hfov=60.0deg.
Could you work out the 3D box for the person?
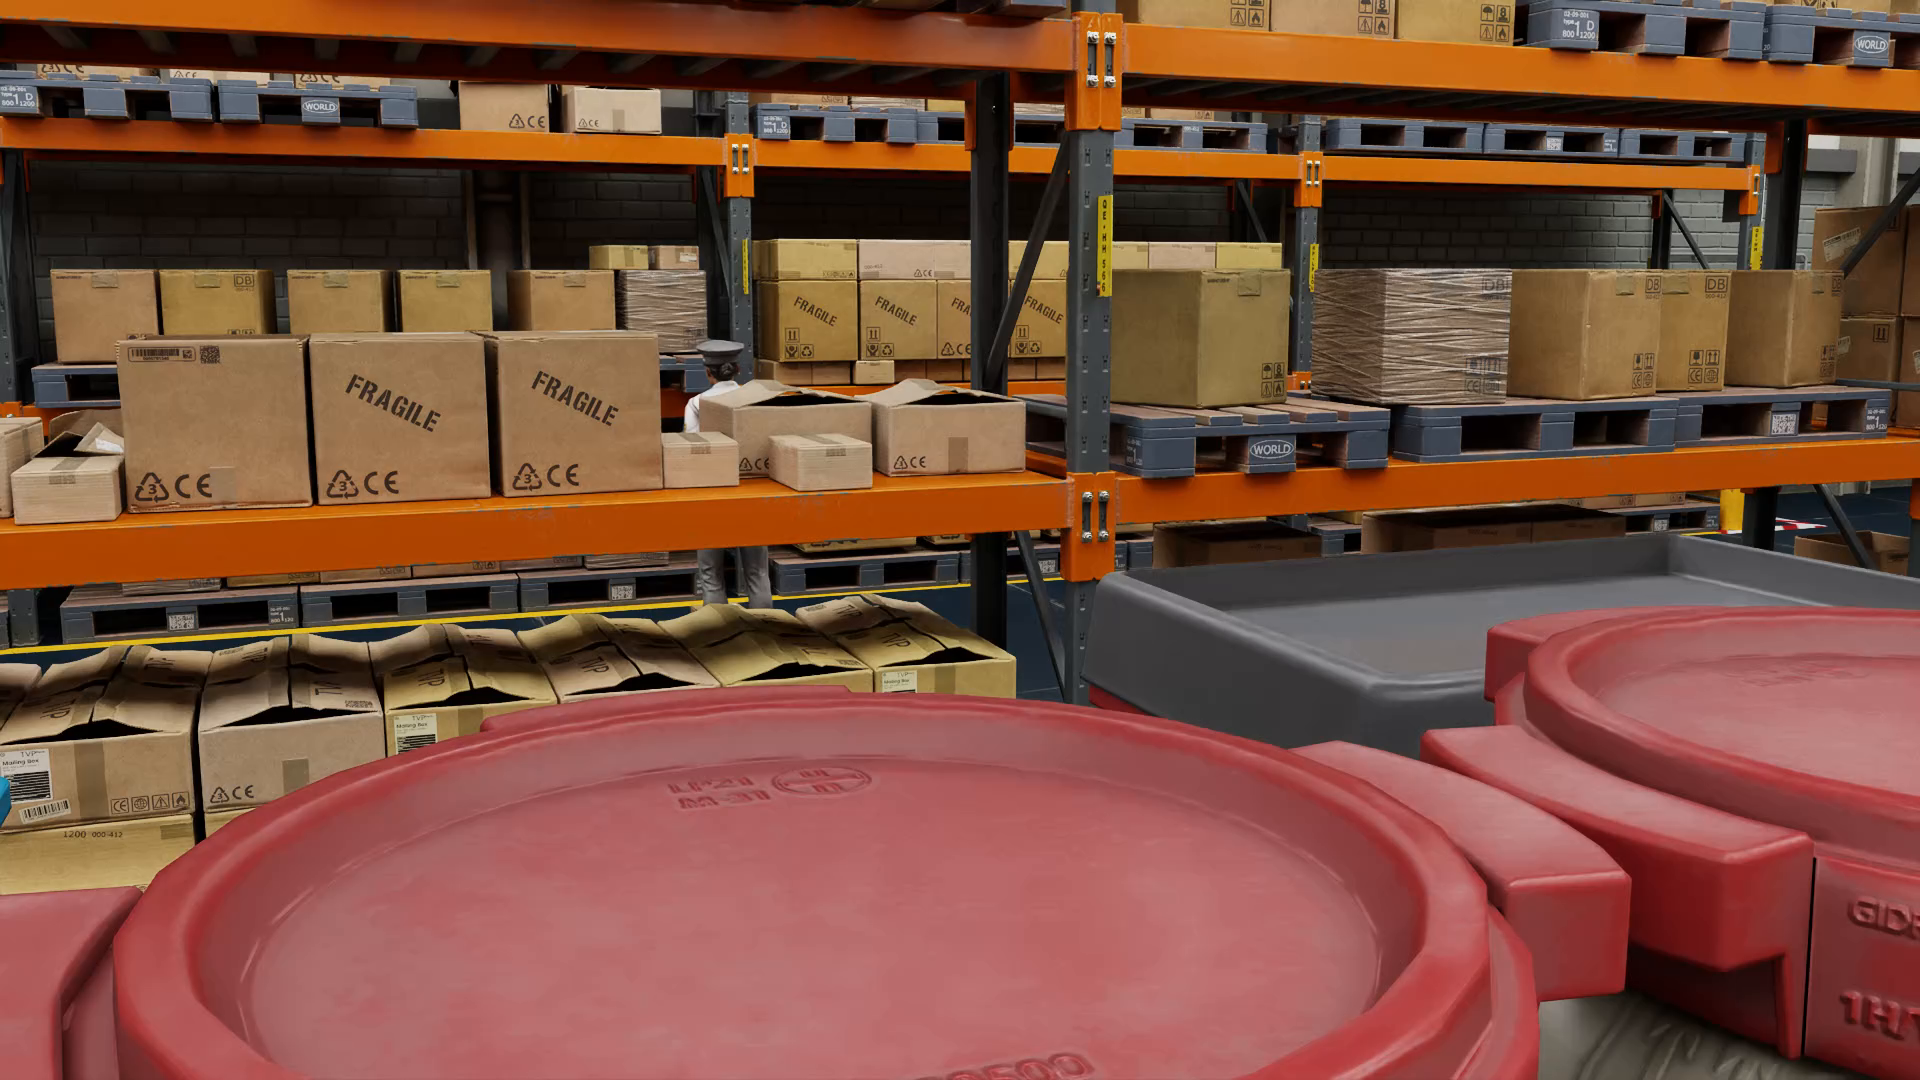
[{"bbox_3d":[-1.183,-0.184,8.511,0.529,1.664,0.402,-3,10,-21],"label":"person"}]
